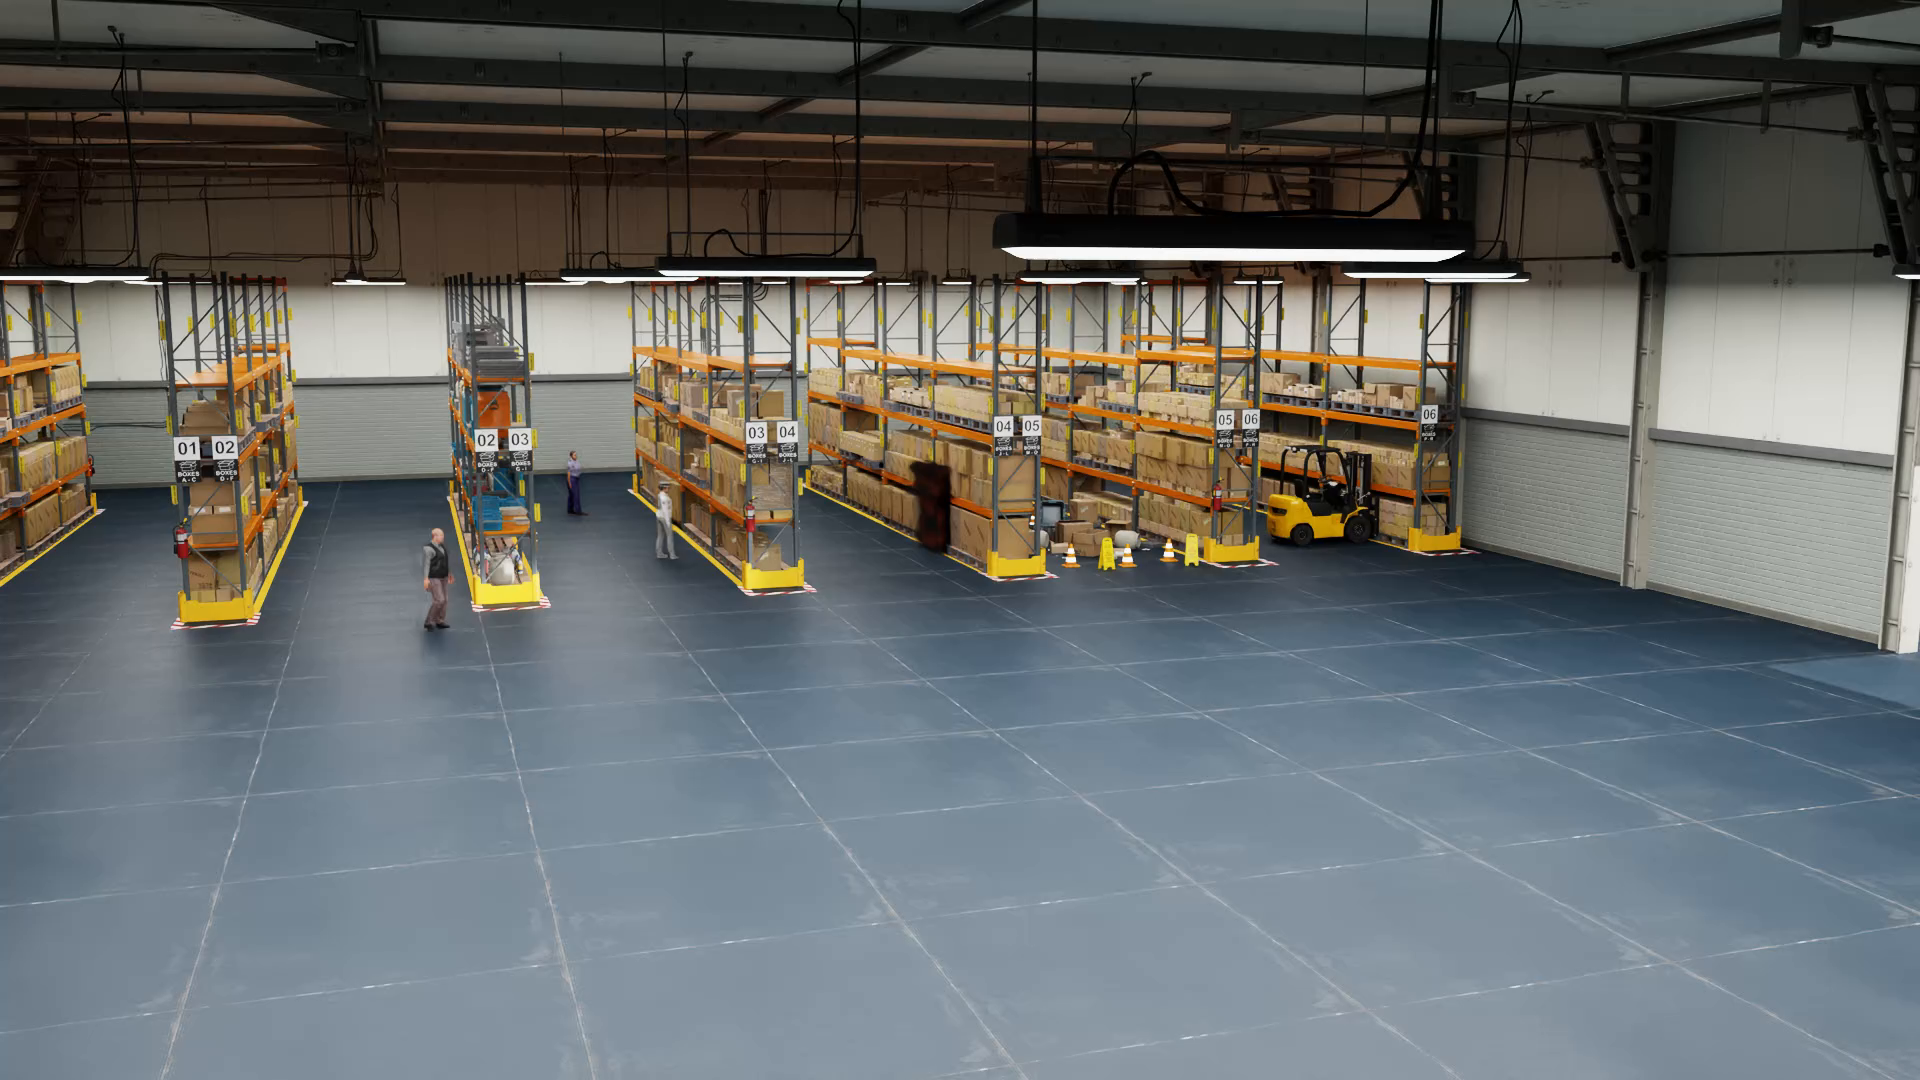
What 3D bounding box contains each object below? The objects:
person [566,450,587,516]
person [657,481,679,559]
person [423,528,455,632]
[{"bbox_3d":[-9.760,-1.463,42.344,0.537,1.649,0.534,-1,9,-5],"label":"person"},{"bbox_3d":[-6.230,-0.425,35.330,0.413,1.665,0.533,-6,10,-35],"label":"person"},{"bbox_3d":[-8.837,0.677,28.126,0.398,1.754,0.652,2,9,14],"label":"person"}]
